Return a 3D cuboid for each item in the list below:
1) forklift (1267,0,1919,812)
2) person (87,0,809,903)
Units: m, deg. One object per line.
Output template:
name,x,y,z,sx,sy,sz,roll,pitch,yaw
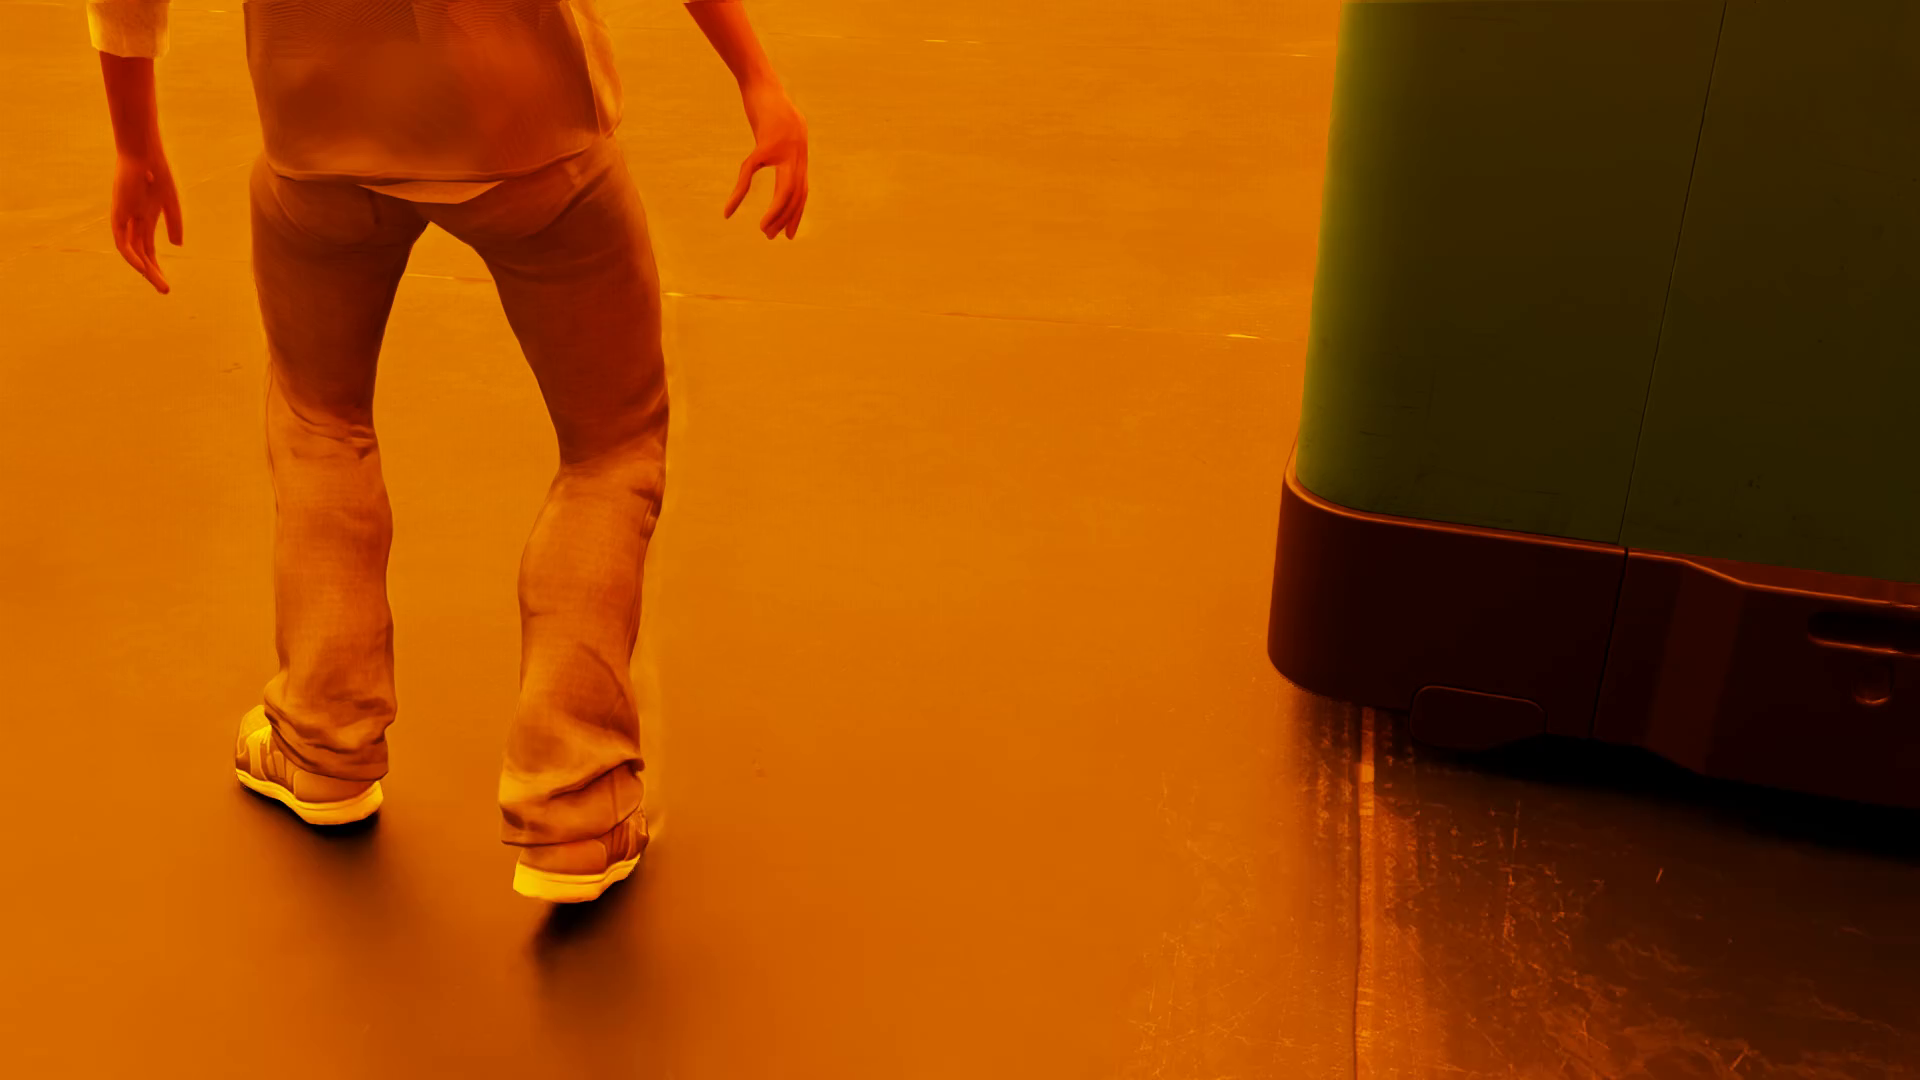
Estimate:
forklift,1.956,-1.086,1.399,3.031,2.935,1.130,8,28,16
person,-0.504,-0.360,1.552,0.747,1.553,0.440,4,27,7
